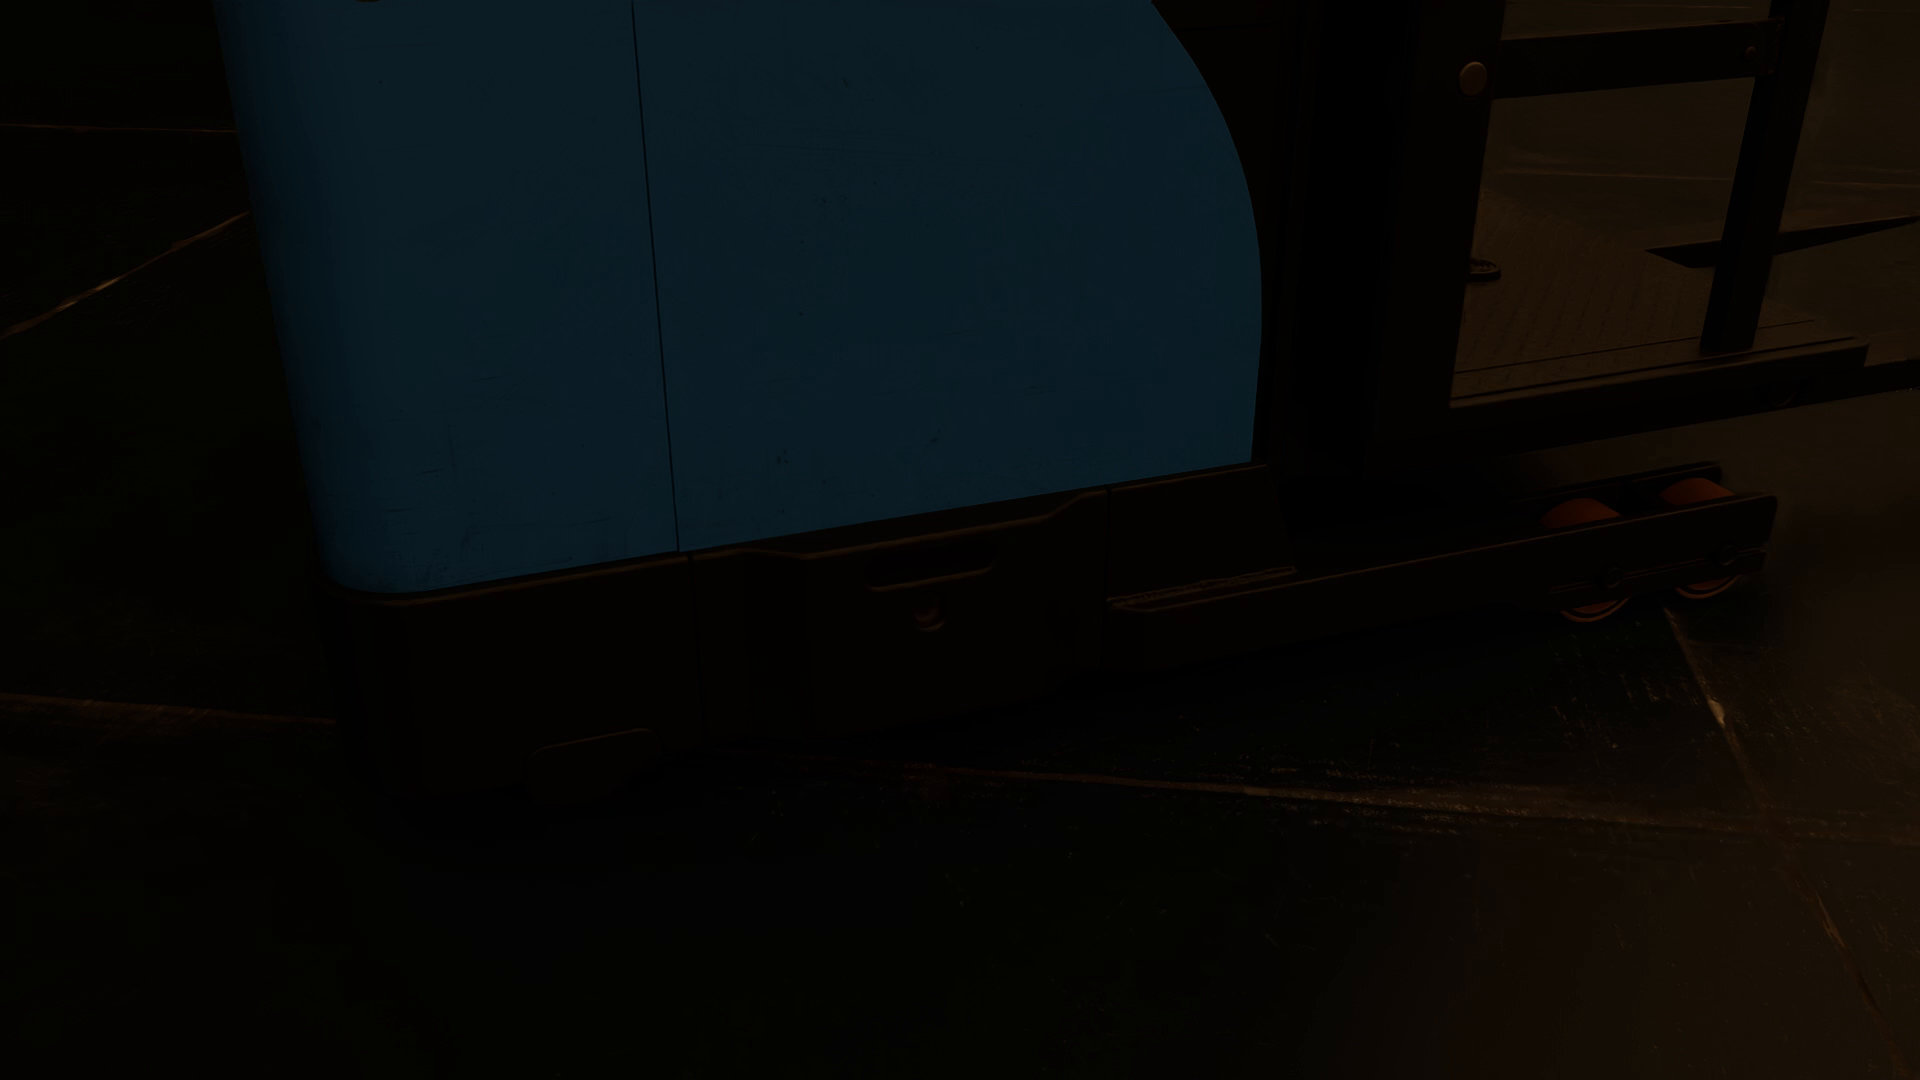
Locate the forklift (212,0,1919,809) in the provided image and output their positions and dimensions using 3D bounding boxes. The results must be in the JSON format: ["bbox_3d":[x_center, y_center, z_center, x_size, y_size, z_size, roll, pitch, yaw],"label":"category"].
[{"bbox_3d":[0.596,-1.410,2.043,3.031,2.935,1.130,-9,28,-18],"label":"forklift"}]
